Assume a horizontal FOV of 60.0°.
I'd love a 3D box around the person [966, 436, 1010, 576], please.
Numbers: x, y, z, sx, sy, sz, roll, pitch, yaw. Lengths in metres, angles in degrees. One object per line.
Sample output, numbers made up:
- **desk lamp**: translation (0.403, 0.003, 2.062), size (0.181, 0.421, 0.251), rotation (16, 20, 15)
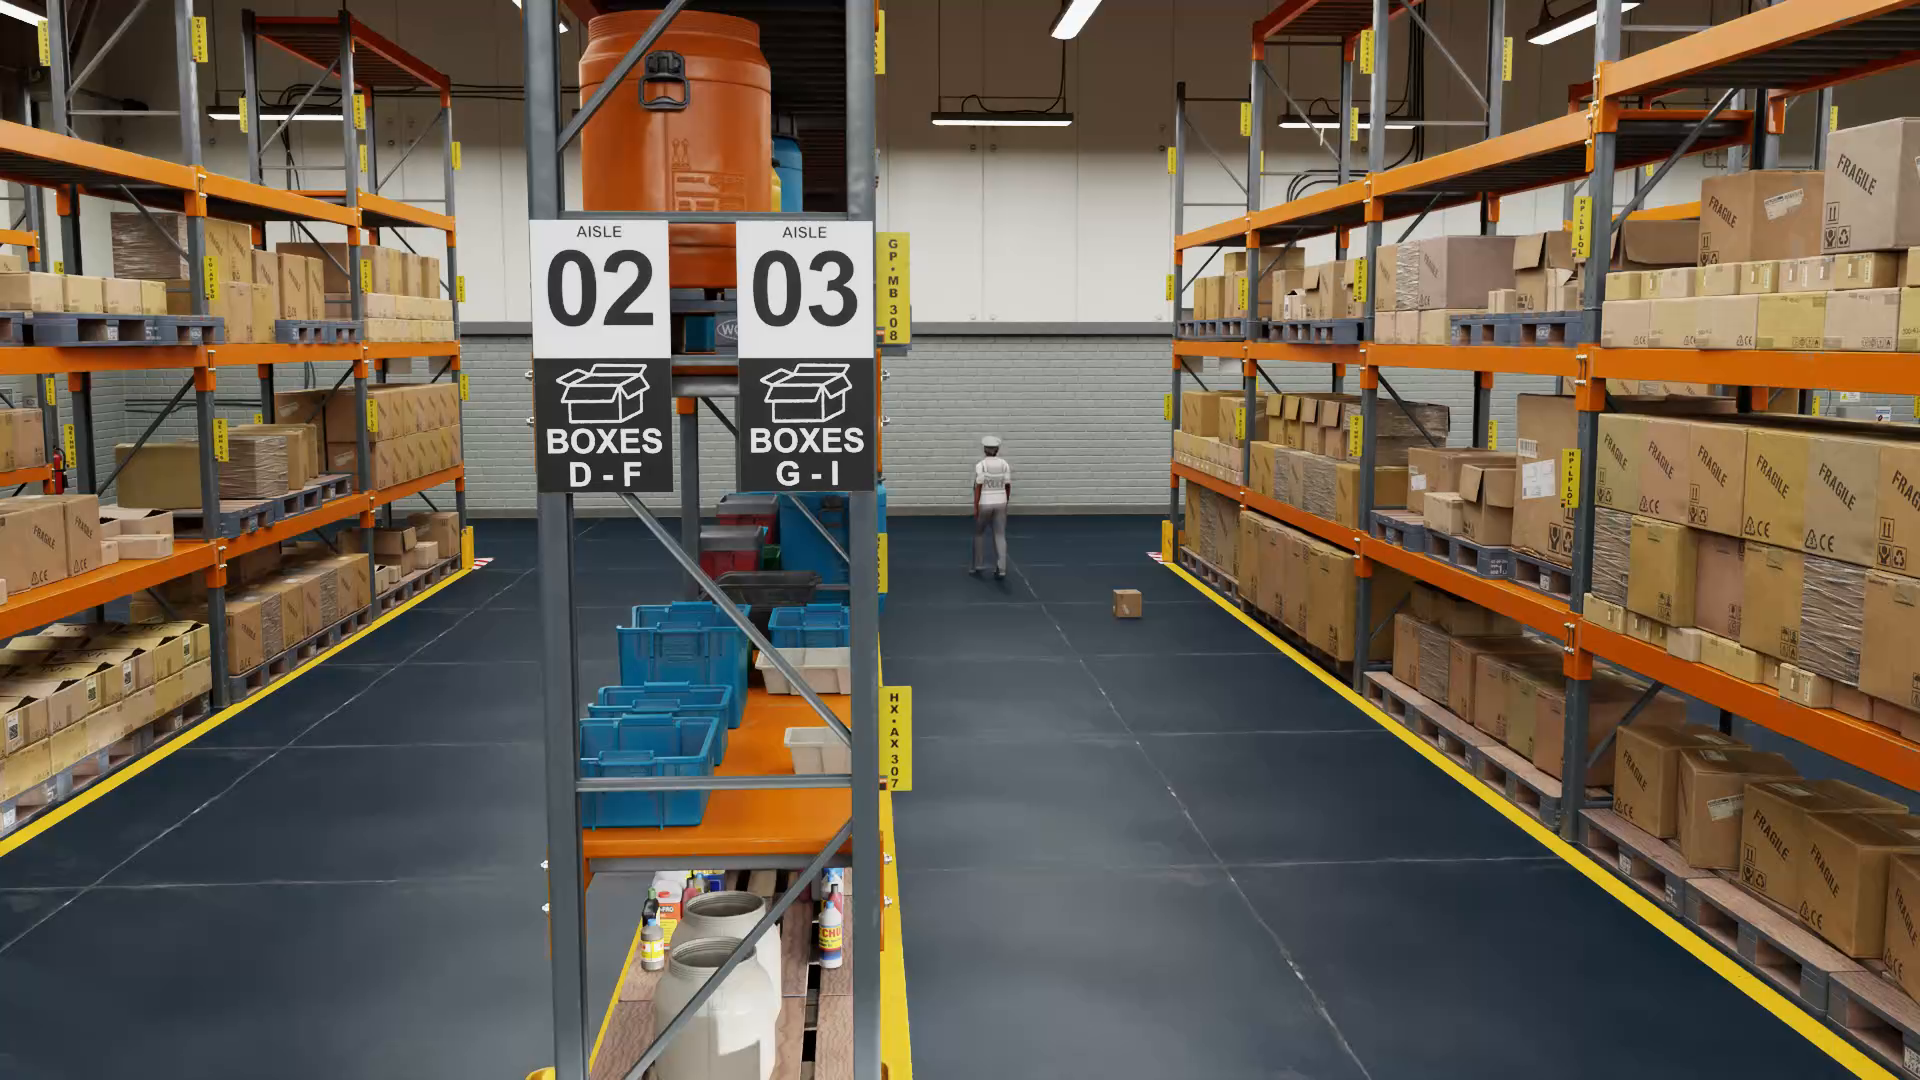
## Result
- **person**: translation (0.359, -0.395, 19.933), size (0.484, 1.706, 0.788), rotation (-2, 7, -14)
